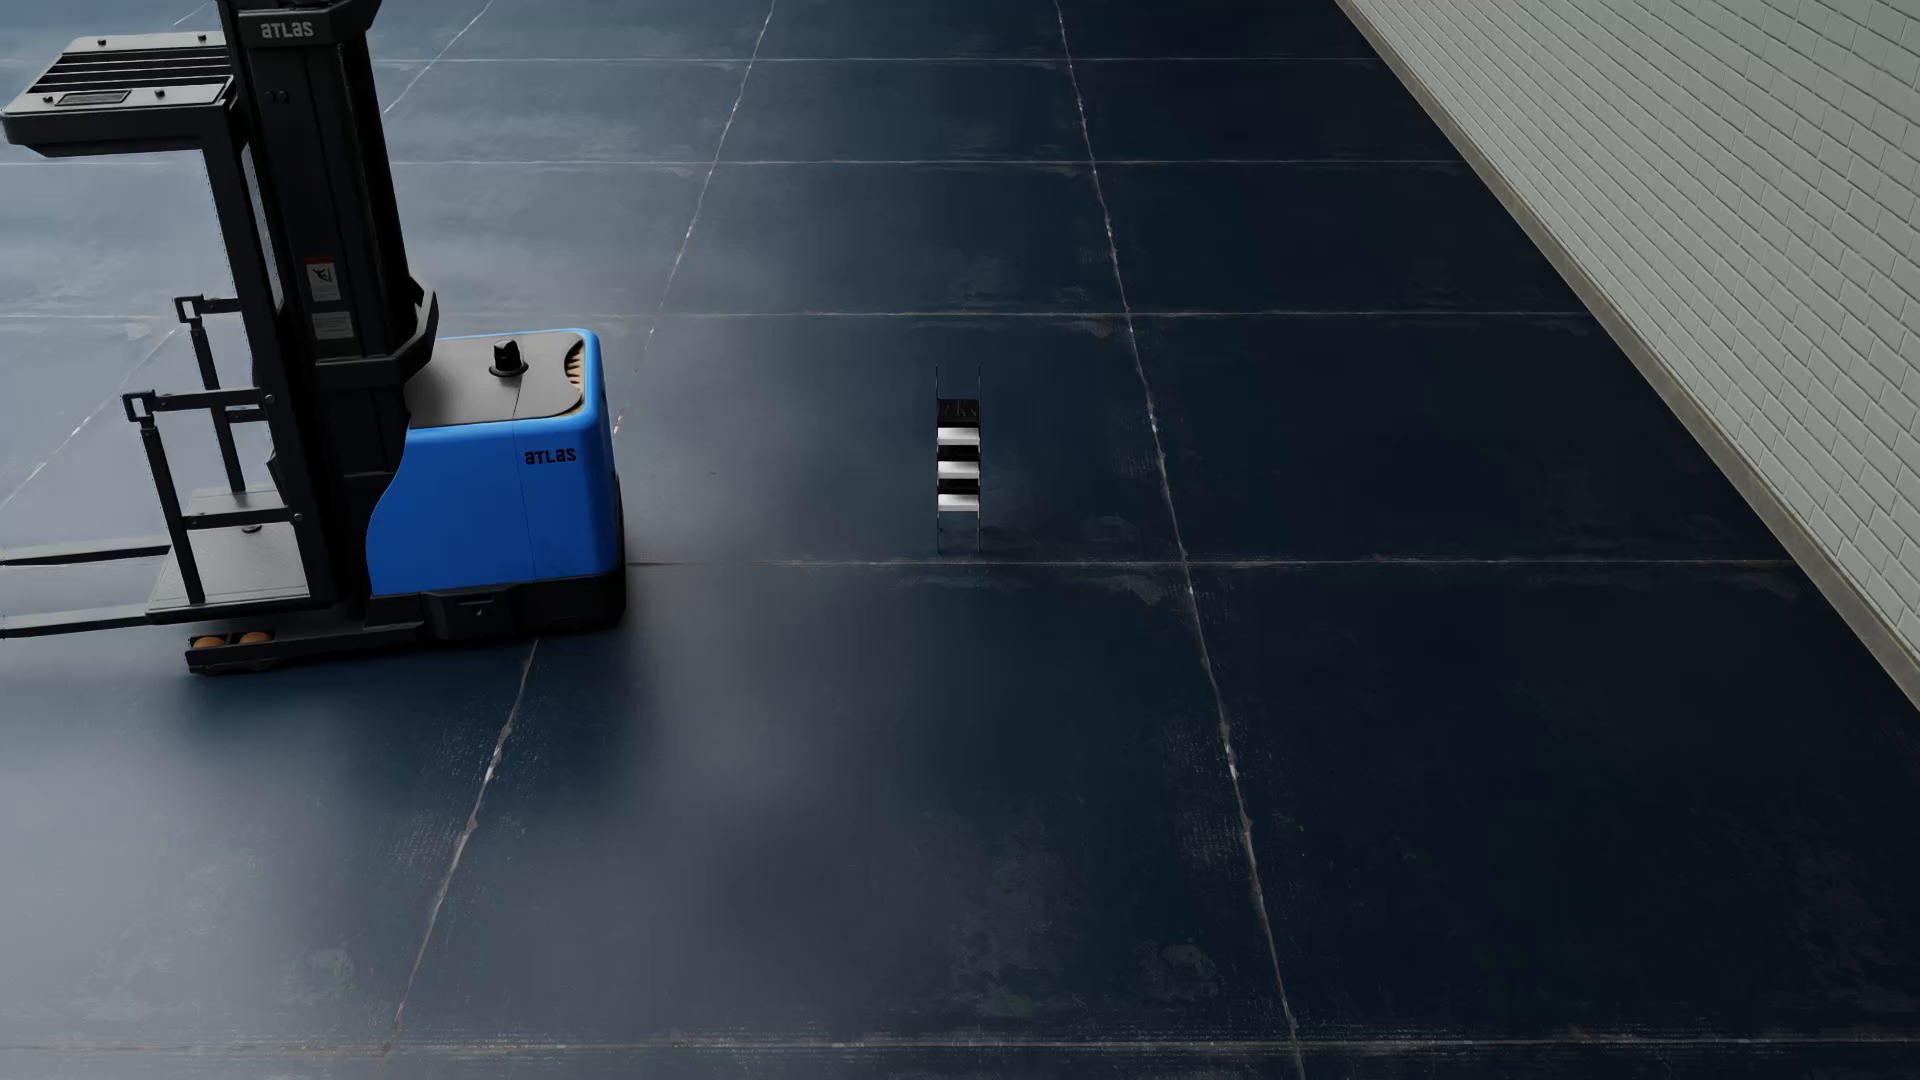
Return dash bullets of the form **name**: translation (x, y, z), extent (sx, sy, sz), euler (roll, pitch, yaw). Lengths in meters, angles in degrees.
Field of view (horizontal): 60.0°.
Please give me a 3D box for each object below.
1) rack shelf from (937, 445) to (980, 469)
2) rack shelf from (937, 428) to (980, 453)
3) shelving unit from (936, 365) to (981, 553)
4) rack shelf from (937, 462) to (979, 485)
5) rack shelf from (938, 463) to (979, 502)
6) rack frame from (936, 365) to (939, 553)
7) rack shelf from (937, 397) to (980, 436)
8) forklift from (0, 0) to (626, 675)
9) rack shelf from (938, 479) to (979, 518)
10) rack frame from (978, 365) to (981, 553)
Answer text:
- **rack shelf**: translation (-0.008, -0.433, 7.987), extent (0.200, 0.077, 0.258), euler (0, 31, 0)
- **rack shelf**: translation (-0.008, -0.510, 7.940), extent (0.200, 0.077, 0.258), euler (0, 31, 0)
- **shelving unit**: translation (-0.008, -0.385, 8.017), extent (0.210, 0.900, 0.258), euler (0, 31, 0)
- **rack shelf**: translation (-0.008, -0.356, 8.034), extent (0.200, 0.077, 0.258), euler (0, 31, 0)
- **rack shelf**: translation (-0.008, -0.279, 8.081), extent (0.200, 0.077, 0.258), euler (0, 31, 0)
- **rack frame**: translation (-0.110, -0.384, 8.016), extent (0.006, 0.900, 0.240), euler (0, 31, 0)
- **rack shelf**: translation (-0.008, -0.587, 7.894), extent (0.200, 0.077, 0.258), euler (0, 31, 0)
- **forklift**: translation (-3.096, -0.959, 7.005), extent (3.031, 2.935, 1.130), euler (-6, 32, -9)
- **rack shelf**: translation (-0.008, -0.202, 8.127), extent (0.200, 0.077, 0.258), euler (0, 31, 0)
- **rack frame**: translation (0.094, -0.385, 8.017), extent (0.006, 0.900, 0.240), euler (0, 31, 0)
